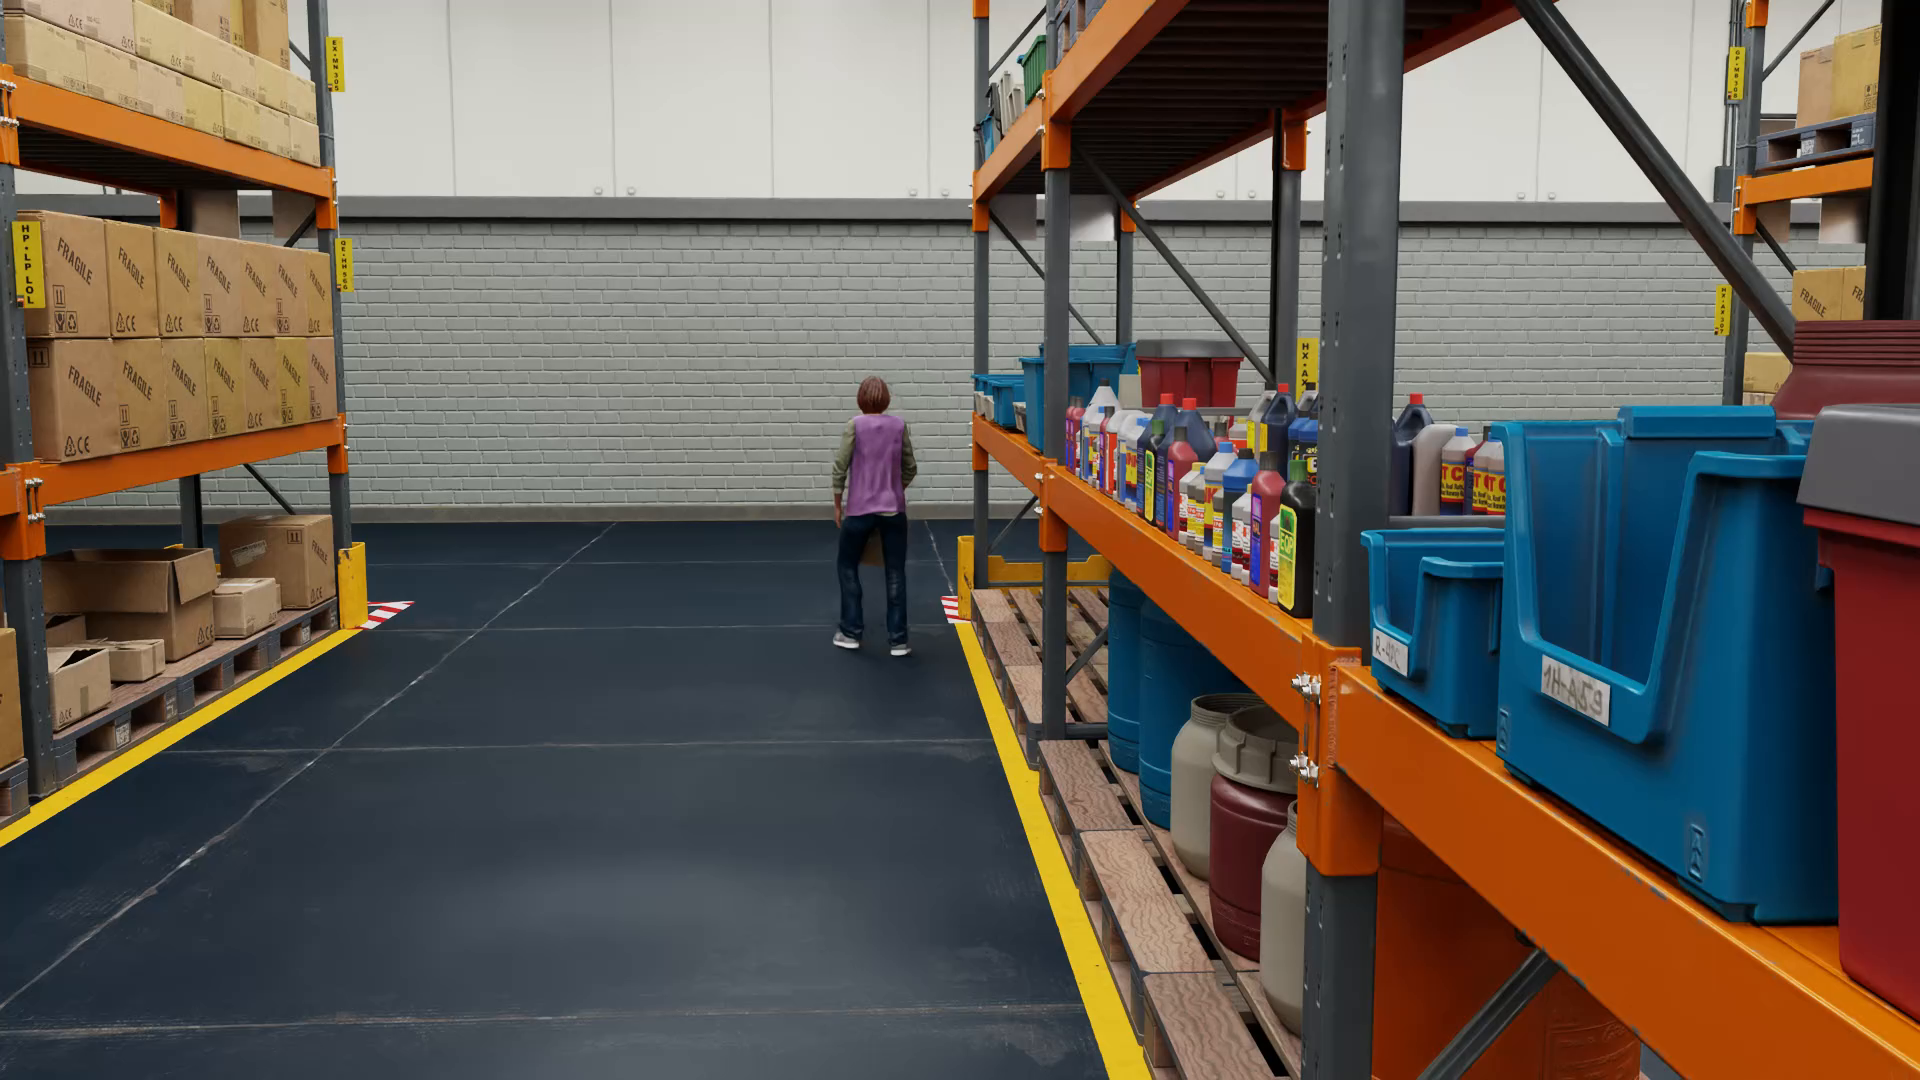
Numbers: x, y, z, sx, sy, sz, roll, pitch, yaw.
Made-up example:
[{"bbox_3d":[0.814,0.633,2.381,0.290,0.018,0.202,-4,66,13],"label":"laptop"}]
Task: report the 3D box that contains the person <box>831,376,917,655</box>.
[{"bbox_3d":[-0.491,-0.143,9.504,0.509,1.586,0.535,-2,7,-15],"label":"person"}]
